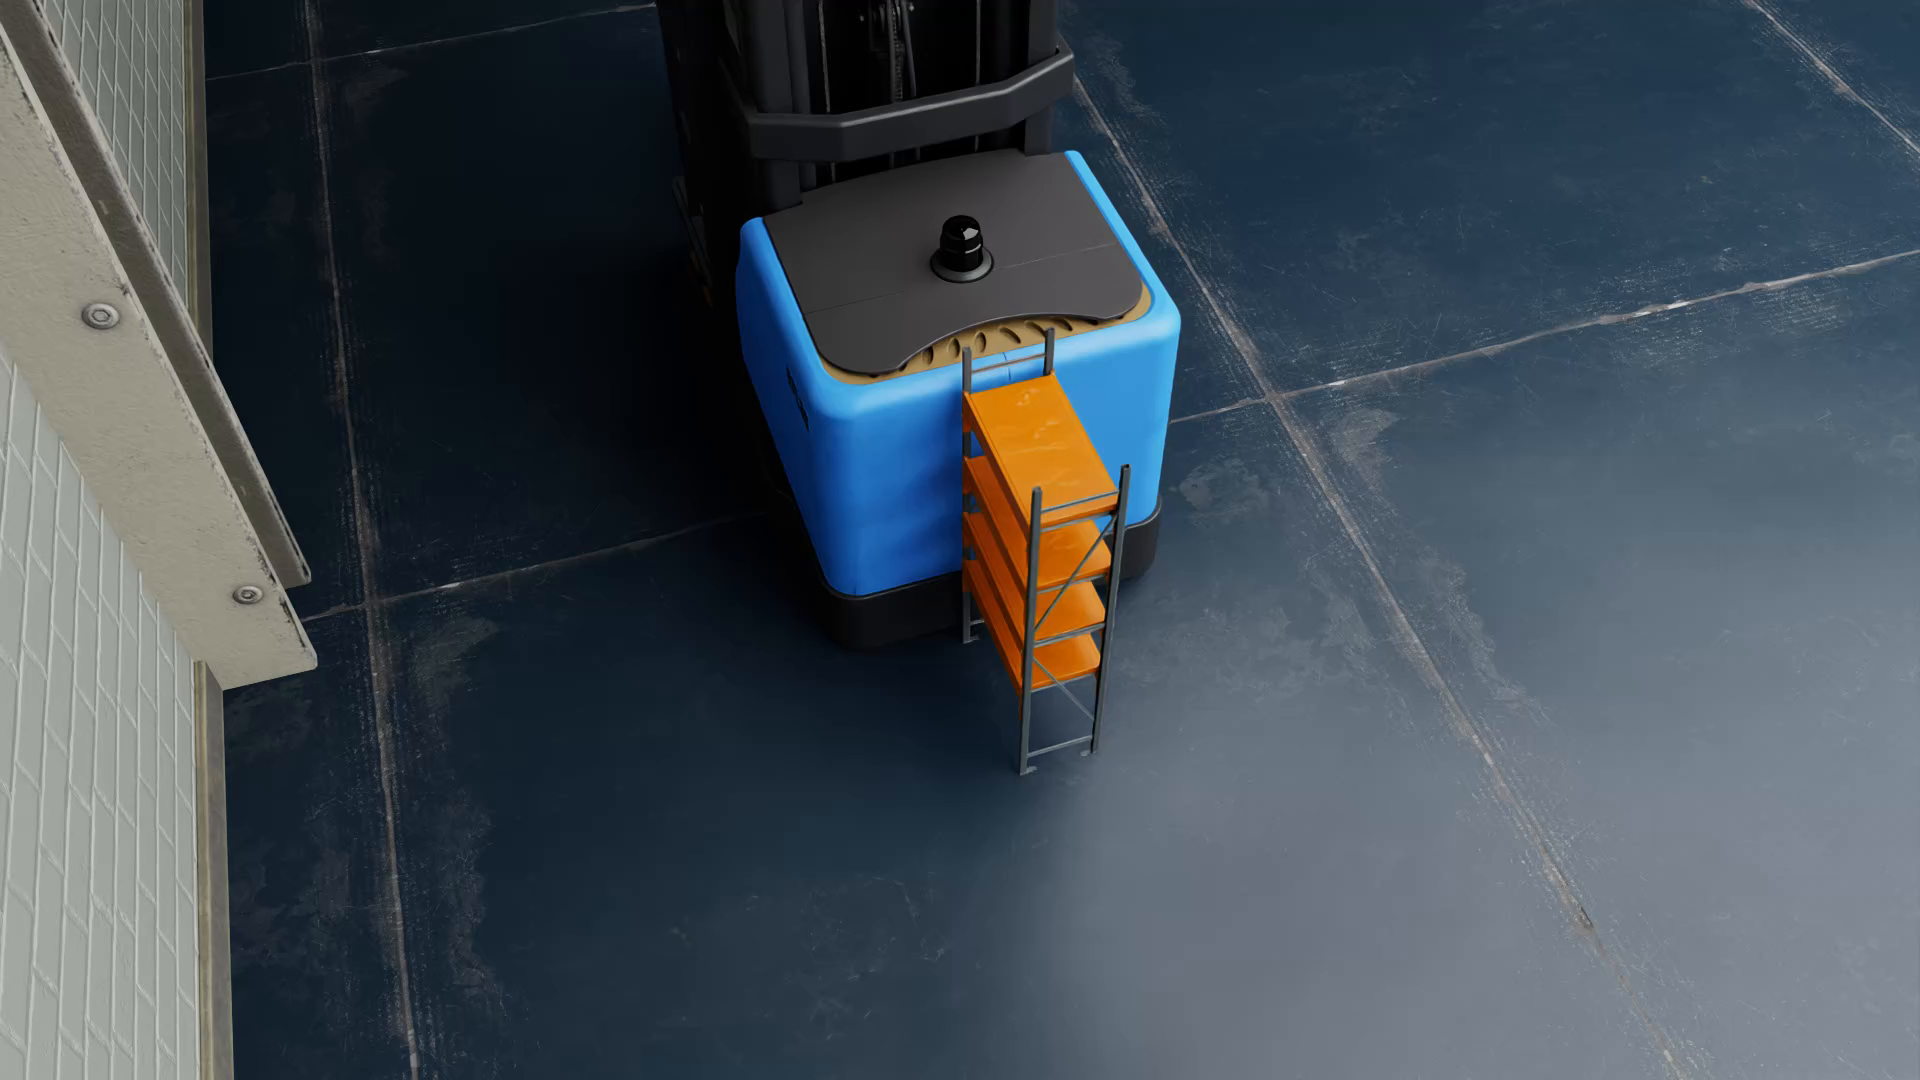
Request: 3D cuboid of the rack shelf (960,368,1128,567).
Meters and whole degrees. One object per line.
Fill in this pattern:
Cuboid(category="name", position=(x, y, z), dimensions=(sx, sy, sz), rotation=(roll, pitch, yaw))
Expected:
Cuboid(category="rack shelf", position=(0.200, -0.186, 4.108), dimensions=(0.258, 0.148, 0.480), rotation=(-15, 51, -12))

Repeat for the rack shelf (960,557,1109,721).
Cuboid(category="rack shelf", position=(0.200, 0.239, 4.612), dimensions=(0.258, 0.148, 0.480), rotation=(-15, 51, -12))

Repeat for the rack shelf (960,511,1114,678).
Cuboid(category="rack shelf", position=(0.200, 0.111, 4.460), dimensions=(0.258, 0.148, 0.480), rotation=(-15, 51, -12))

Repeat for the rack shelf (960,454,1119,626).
Cuboid(category="rack shelf", position=(0.200, -0.034, 4.289), dimensions=(0.258, 0.148, 0.480), rotation=(-15, 51, -12))

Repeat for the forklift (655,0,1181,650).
Cuboid(category="forklift", position=(-0.358, -1.778, 4.832), dimensions=(1.130, 2.935, 3.031), rotation=(-15, 51, -12))

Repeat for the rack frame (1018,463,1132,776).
Cuboid(category="rack frame", position=(0.279, 0.244, 4.260), dimensions=(0.240, 1.200, 0.015), rotation=(-15, 51, -12))

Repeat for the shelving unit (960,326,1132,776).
Cuboid(category="shelving unit", position=(0.200, 0.067, 4.408), dimensions=(0.258, 1.200, 0.503), rotation=(-15, 51, -12))

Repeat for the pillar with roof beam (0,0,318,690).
Cuboid(category="pillar with roof beam", position=(2.001, -3.605, 2.403), dimensions=(9.100, 9.000, 0.400), rotation=(-13, 51, -11))

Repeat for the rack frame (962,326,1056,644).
Cuboid(category="rack frame", position=(0.121, -0.109, 4.557), dimensions=(0.240, 1.200, 0.015), rotation=(-15, 51, -12))
